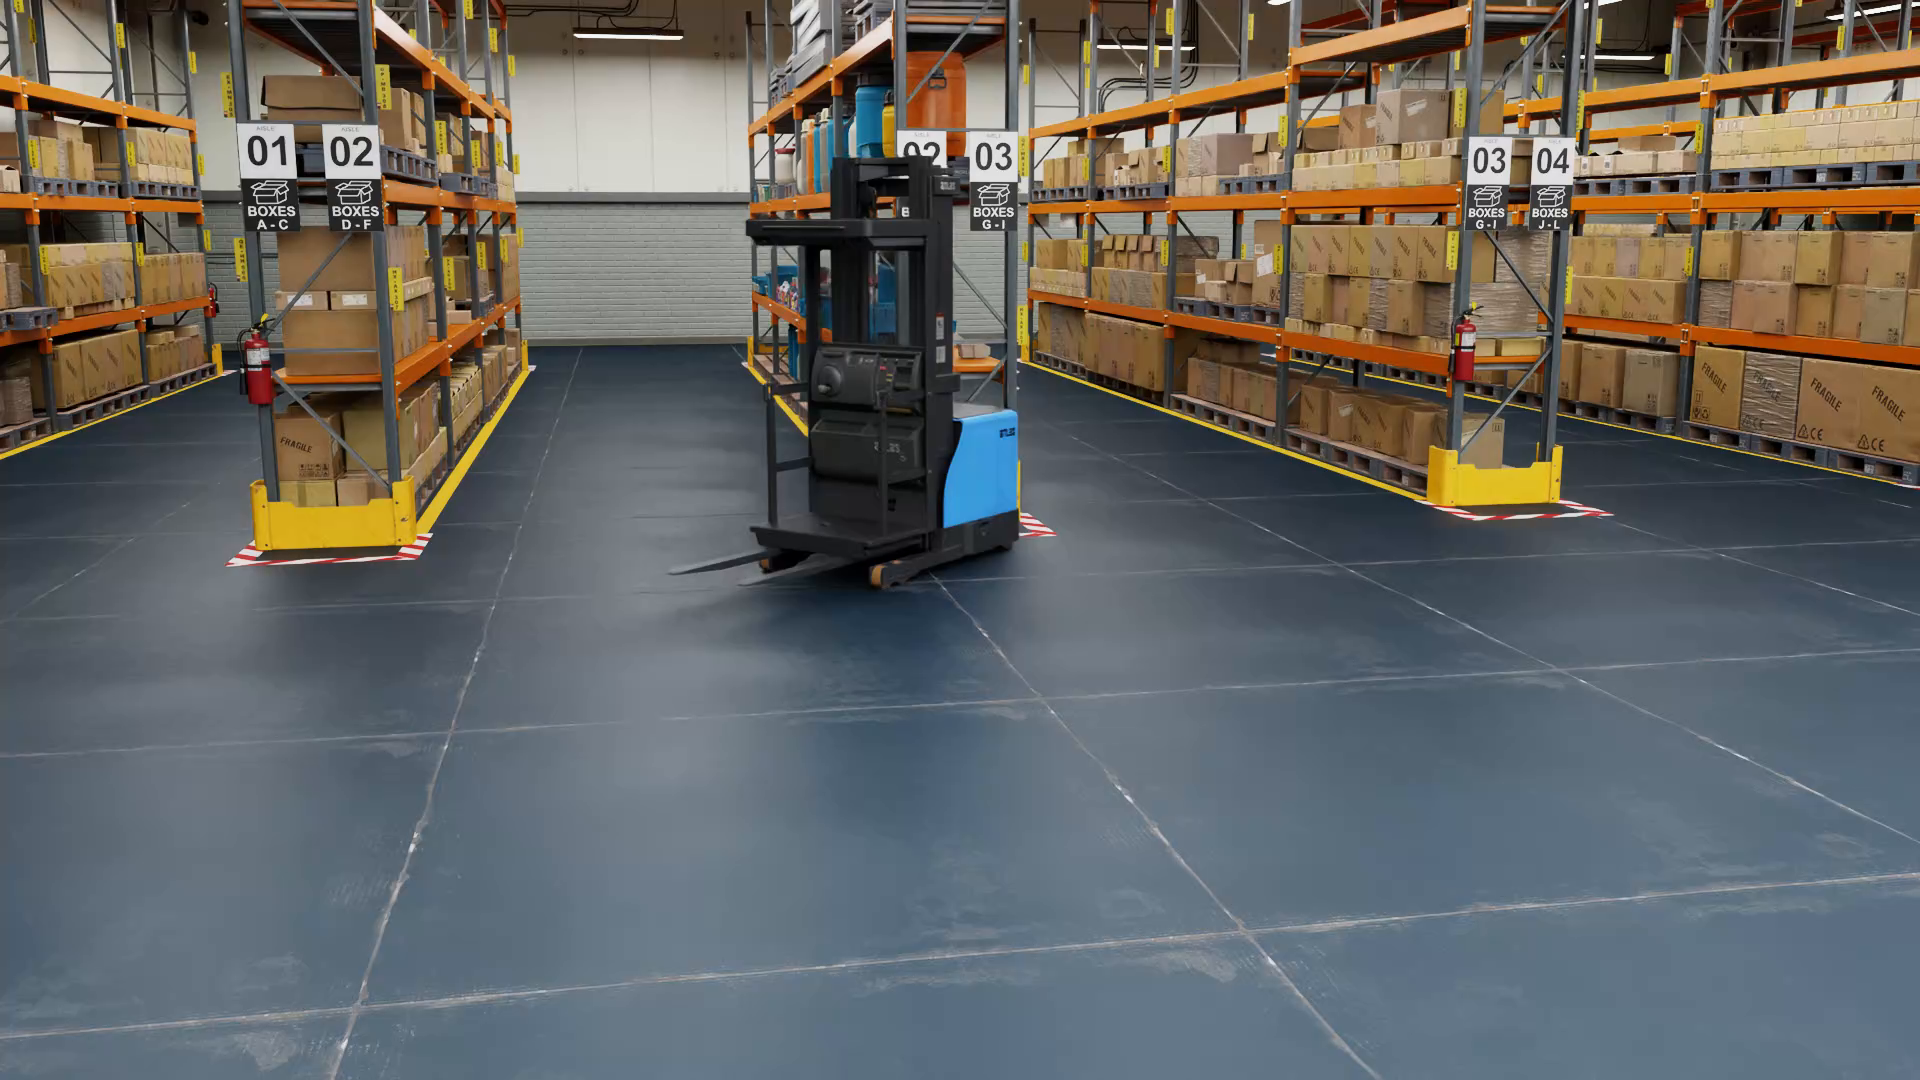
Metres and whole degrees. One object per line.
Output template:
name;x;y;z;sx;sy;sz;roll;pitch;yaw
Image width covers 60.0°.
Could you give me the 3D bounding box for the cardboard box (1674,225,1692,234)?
cardboard box;12.410;-5.296;28.325;0.380;0.149;0.250;-2;11;-12

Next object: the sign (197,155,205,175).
sign;-12.323;-6.090;26.991;0.100;0.325;0.005;-2;11;-11

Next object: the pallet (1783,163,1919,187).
pallet;9.320;-3.761;17.147;1.003;0.211;1.213;-2;11;-11

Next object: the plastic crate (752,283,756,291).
plastic crate;-3.434;-4.344;28.543;0.250;0.136;0.298;-2;11;-11

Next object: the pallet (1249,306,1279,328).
pallet;4.046;-2.594;19.315;1.003;0.211;1.213;-2;11;-11

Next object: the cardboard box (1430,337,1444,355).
cardboard box;4.524;-1.776;15.178;0.380;0.149;0.250;-2;11;-11

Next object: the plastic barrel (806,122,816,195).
plastic barrel;-1.510;-4.502;19.657;0.600;0.830;0.708;-2;11;-11

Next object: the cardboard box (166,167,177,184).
cardboard box;-12.247;-5.543;25.285;0.500;0.250;0.500;-2;11;-13

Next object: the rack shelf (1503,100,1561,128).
rack shelf;7.770;-6.202;24.708;1.077;0.370;4.000;-2;11;-11

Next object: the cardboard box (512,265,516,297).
cardboard box;-7.449;-4.174;26.837;0.500;0.500;0.500;-2;11;-11

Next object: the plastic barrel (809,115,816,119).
plastic barrel;-1.692;-5.091;21.628;0.600;0.830;0.708;-2;11;-11

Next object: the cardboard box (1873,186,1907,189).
cardboard box;13.170;-4.985;23.075;0.700;0.500;0.500;-2;11;-11

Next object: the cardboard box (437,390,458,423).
cardboard box;-5.502;-1.399;17.255;0.500;0.311;0.500;-2;11;-11

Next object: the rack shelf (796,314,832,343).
rack shelf;-1.195;-2.376;19.581;1.077;0.370;4.000;-2;11;-11

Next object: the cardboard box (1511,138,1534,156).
cardboard box;5.003;-3.464;14.684;0.380;0.149;0.250;-2;11;-11

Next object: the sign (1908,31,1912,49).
sign;13.525;-7.103;23.738;0.100;0.325;0.005;-2;11;-11

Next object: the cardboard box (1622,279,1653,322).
cardboard box;8.475;-2.932;20.312;0.500;0.500;0.500;-2;11;-12

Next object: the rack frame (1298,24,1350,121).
rack frame;6.603;-7.852;30.385;1.000;3.000;0.127;-2;11;-11

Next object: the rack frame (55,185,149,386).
rack frame;-12.080;-3.469;23.402;1.000;3.000;0.127;-2;11;-11

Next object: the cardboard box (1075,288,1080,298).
cardboard box;2.065;-3.978;26.745;0.380;0.149;0.250;-2;11;-10

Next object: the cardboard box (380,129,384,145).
cardboard box;-4.944;-3.297;13.647;0.380;0.149;0.250;-2;11;-11

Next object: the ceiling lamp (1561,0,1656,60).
ceiling lamp;13.502;-11.507;33.972;2.000;3.185;0.800;-2;11;-11

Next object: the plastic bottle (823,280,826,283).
plastic bottle;-1.968;-3.610;24.271;0.144;0.351;0.185;-2;11;-11

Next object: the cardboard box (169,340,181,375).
cardboard box;-12.317;-2.775;25.317;0.700;0.500;0.500;-2;11;-10

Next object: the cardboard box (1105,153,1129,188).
cardboard box;2.619;-5.633;25.355;0.700;0.500;0.500;-2;11;-10

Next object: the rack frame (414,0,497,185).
rack frame;-7.222;-6.597;23.791;1.000;3.000;0.127;-2;11;-11

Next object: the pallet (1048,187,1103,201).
pallet;2.114;-5.814;27.933;1.003;0.211;1.213;-2;11;-11

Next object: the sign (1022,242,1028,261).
sign;1.173;-5.189;29.907;0.100;0.325;0.005;-2;11;-11

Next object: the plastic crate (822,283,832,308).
plastic crate;-1.570;-2.820;19.819;0.402;0.464;0.583;-2;11;-11

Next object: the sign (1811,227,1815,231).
sign;16.856;-6.026;32.890;0.100;0.325;0.005;-2;11;-11

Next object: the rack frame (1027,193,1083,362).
rack frame;1.718;-4.743;30.096;1.000;3.000;0.127;-2;11;-11

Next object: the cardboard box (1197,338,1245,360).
cardboard box;3.434;-2.511;21.870;0.500;0.250;0.500;-2;11;-9

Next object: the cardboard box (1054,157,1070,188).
cardboard box;2.011;-6.227;28.212;0.700;0.500;0.500;-3;11;-15

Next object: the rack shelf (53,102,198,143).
rack shelf;-12.469;-6.233;24.873;1.077;0.370;4.000;-2;11;-11

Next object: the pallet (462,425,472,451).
pallet;-6.088;-1.171;18.785;1.003;0.211;1.213;-2;11;-11

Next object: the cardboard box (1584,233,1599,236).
cardboard box;11.566;-5.266;29.898;0.500;0.500;0.500;-2;11;-11

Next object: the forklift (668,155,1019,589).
forklift;-0.787;-1.204;11.684;1.130;2.935;3.031;7;13;34

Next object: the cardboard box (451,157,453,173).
cardboard box;-6.300;-4.442;19.766;0.500;0.250;0.500;-3;11;-15

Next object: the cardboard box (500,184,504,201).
cardboard box;-7.167;-5.240;25.084;0.500;0.250;0.500;-2;11;-11

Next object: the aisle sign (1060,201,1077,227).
aisle sign;1.999;-6.045;29.979;0.394;0.787;0.004;-2;11;-11

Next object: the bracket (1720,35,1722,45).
bracket;16.238;-10.591;35.146;0.235;0.232;0.430;-2;11;-11

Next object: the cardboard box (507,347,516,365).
cardboard box;-7.497;-2.983;27.025;0.500;0.250;0.500;-2;11;-11

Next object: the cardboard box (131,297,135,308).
cardboard box;-11.736;-3.304;23.152;0.380;0.149;0.250;-2;11;-10

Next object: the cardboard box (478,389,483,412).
cardboard box;-6.102;-1.685;20.255;0.500;0.250;0.500;-2;11;-10

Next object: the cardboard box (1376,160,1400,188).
cardboard box;4.296;-3.474;15.804;0.500;0.250;0.500;-2;11;-10

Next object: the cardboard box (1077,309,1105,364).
cardboard box;2.446;-3.296;27.052;0.875;0.875;0.875;-2;11;-11

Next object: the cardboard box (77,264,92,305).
cardboard box;-11.334;-3.227;21.010;0.500;0.500;0.500;-2;11;-11

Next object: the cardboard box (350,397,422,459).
cardboard box;-4.983;-0.963;14.457;0.500;0.500;0.500;-2;11;-11

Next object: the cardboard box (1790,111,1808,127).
cardboard box;8.923;-4.389;17.361;0.380;0.149;0.250;-2;11;-11

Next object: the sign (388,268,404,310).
sign;-4.342;-1.933;12.801;0.100;0.325;0.005;-2;11;-11

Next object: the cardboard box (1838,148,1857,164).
cardboard box;9.071;-3.858;16.703;0.380;0.149;0.250;-2;11;-11

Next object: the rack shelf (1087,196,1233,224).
rack shelf;2.885;-4.763;24.101;1.077;0.370;4.000;-2;11;-11

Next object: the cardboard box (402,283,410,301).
cardboard box;-5.051;-2.179;14.620;0.380;0.149;0.250;-2;11;-10

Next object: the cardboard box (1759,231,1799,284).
cardboard box;9.166;-3.039;17.851;0.875;0.550;0.550;-2;11;-11
